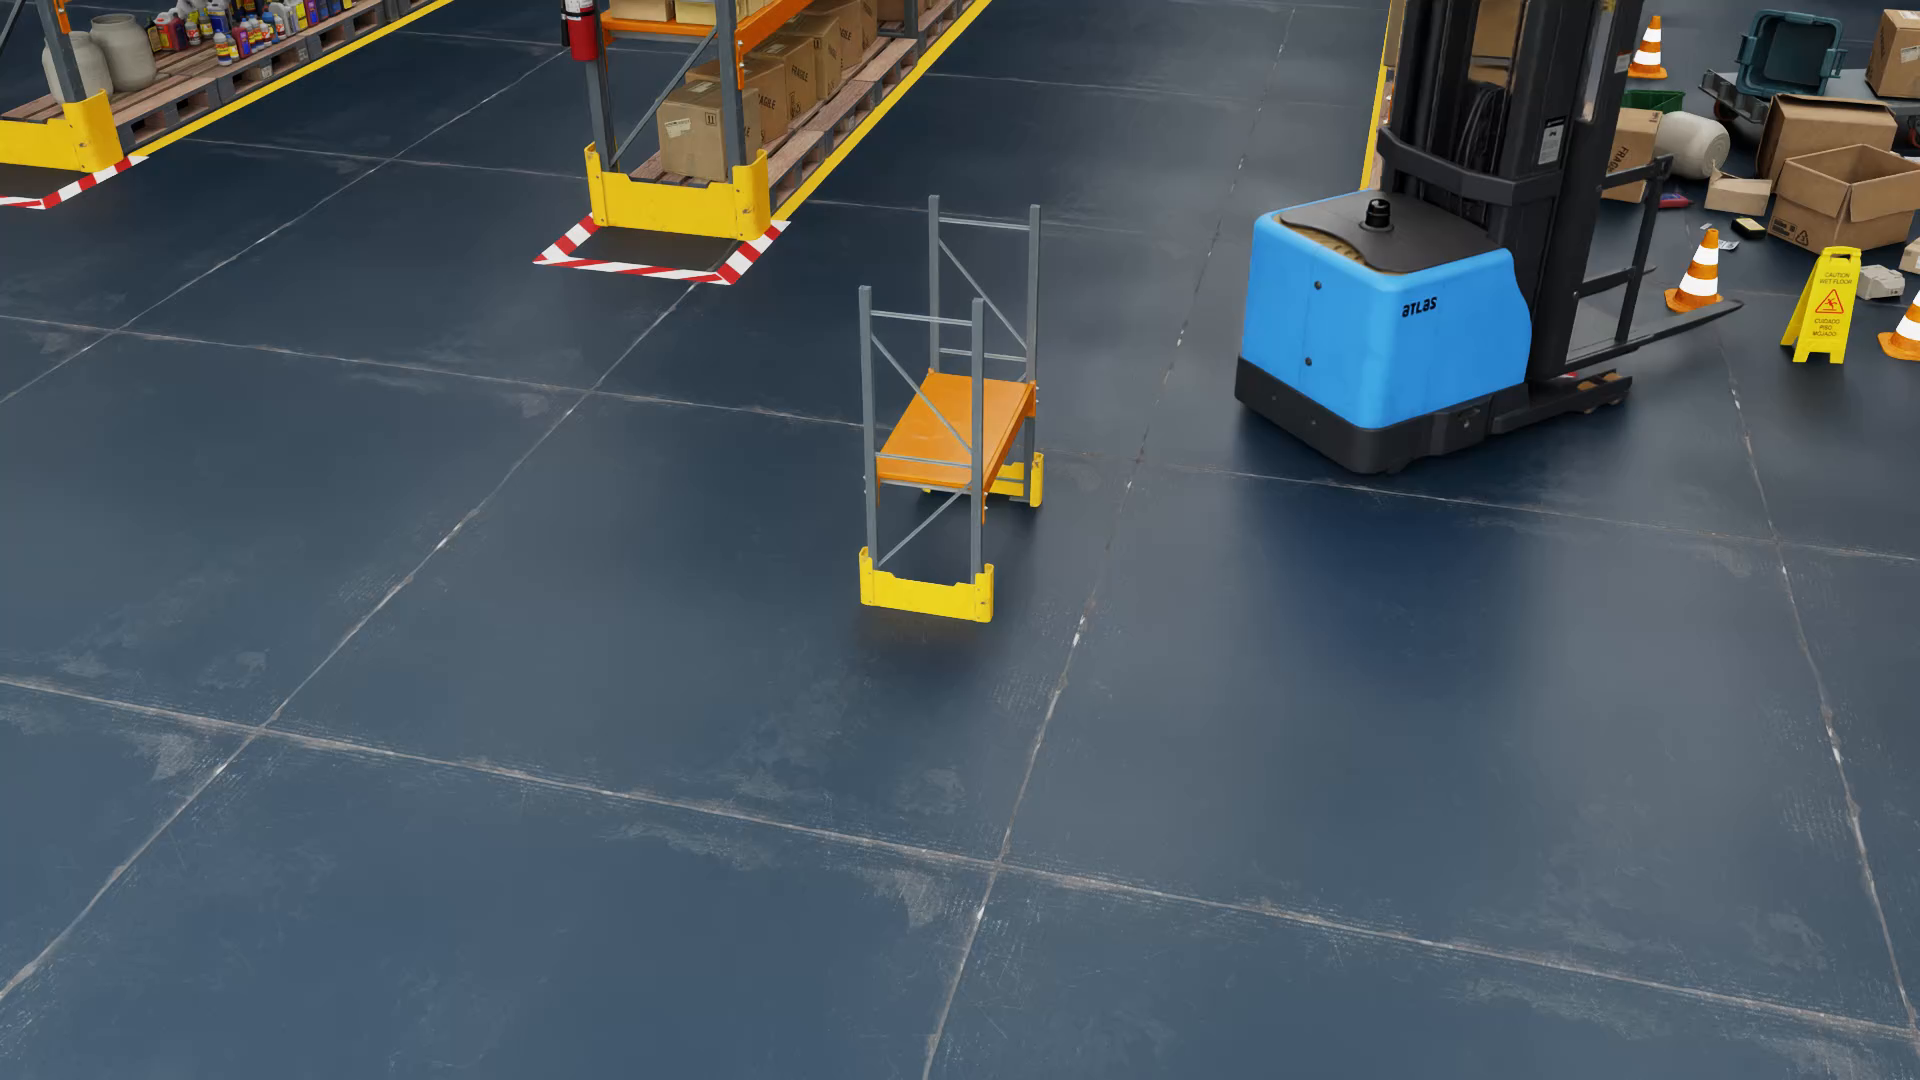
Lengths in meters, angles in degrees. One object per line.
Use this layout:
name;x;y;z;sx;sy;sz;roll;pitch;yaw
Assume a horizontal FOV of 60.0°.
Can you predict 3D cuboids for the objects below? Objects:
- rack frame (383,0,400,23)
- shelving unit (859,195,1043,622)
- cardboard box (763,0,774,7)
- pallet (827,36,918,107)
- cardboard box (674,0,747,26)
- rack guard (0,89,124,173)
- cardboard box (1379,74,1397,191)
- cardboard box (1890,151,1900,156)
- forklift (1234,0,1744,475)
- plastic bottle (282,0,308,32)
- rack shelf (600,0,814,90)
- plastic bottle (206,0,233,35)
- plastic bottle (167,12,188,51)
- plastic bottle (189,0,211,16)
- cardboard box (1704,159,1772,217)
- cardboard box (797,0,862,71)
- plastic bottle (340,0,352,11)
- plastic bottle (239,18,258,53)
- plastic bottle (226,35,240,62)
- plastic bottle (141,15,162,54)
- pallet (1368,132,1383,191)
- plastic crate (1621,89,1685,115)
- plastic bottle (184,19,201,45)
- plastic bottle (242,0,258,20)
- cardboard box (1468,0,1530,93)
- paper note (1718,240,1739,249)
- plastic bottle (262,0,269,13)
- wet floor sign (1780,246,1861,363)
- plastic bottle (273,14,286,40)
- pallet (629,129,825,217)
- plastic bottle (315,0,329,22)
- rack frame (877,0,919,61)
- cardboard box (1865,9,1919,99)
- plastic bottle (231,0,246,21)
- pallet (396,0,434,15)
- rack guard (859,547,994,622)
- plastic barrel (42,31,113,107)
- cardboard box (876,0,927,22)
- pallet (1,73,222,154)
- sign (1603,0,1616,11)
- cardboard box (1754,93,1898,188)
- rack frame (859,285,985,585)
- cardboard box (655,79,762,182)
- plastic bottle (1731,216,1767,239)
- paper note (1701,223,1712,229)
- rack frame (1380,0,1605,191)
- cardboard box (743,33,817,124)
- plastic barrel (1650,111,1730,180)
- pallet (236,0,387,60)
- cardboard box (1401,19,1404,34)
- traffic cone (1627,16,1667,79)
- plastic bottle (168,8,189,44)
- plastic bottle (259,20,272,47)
rack frame;-5.643;-6.081;14.520;1.000;3.000;0.127;8;33;12
shelving unit;-0.019;-0.593;7.285;0.587;1.500;1.083;8;33;12
cardboard box;-1.404;-3.596;10.844;0.380;0.149;0.250;8;33;12
pallet;-0.988;-3.877;13.652;1.003;0.211;1.213;8;33;12
cardboard box;-1.564;-3.341;10.443;0.380;0.149;0.250;8;33;12
rack guard;-6.684;-2.997;11.998;1.175;0.500;0.348;8;33;12
cardboard box;3.013;-2.245;10.075;0.875;0.875;0.875;8;33;13
cardboard box;6.451;-2.774;11.865;0.258;0.266;0.396;-14;35;-21
forklift;2.986;-2.133;8.374;3.031;2.935;1.130;-18;36;-25
plastic bottle;-5.658;-4.509;14.105;0.144;0.351;0.185;8;33;12
rack shelf;-1.360;-4.066;12.020;1.077;0.370;4.000;8;33;12
plastic bottle;-6.255;-4.430;14.051;0.152;0.276;0.135;8;33;12
plastic bottle;-6.422;-4.171;13.636;0.061;0.283;0.133;8;33;12
plastic bottle;-6.405;-4.468;14.042;0.144;0.351;0.185;8;33;12
cardboard box;5.265;-2.383;11.251;0.396;0.266;0.258;14;35;21
cardboard box;-1.130;-4.029;13.230;0.500;0.500;0.500;19;37;27
plastic bottle;-5.446;-4.826;14.668;0.061;0.283;0.133;10;34;15
plastic bottle;-5.810;-4.116;13.562;0.097;0.271;0.097;0;32;0
plastic bottle;-5.870;-3.963;13.386;0.097;0.201;0.097;0;32;0
plastic bottle;-6.604;-4.121;13.558;0.061;0.283;0.133;9;33;14
pallet;3.344;-2.484;11.460;1.003;0.211;1.213;8;33;12
plastic crate;5.143;-3.248;12.631;0.662;0.188;0.450;-28;32;-37
plastic bottle;-6.365;-4.215;13.783;0.097;0.201;0.097;0;32;0
plastic bottle;-6.169;-4.662;14.420;0.097;0.271;0.097;0;32;0
cardboard box;2.955;-2.866;9.322;0.875;0.550;0.550;8;33;12
paper note;4.934;-1.911;10.729;0.144;0.017;0.142;20;38;29
plastic bottle;-5.806;-4.411;14.014;0.061;0.283;0.133;8;33;12
wet floor sign;4.813;-1.326;9.234;0.267;0.644;0.232;3;33;4
plastic bottle;-5.707;-4.297;13.911;0.097;0.201;0.097;0;32;0
pallet;-1.608;-2.611;11.660;1.003;0.211;1.213;8;33;12
plastic bottle;-5.576;-4.676;14.369;0.144;0.351;0.185;6;33;10
rack frame;-0.852;-5.407;13.460;1.000;3.000;0.127;8;33;12
cardboard box;7.004;-3.549;12.161;0.500;0.500;0.500;8;33;12
plastic bottle;-6.297;-4.689;14.389;0.144;0.351;0.185;7;33;10
pallet;-5.481;-5.317;15.918;1.003;0.211;1.213;8;33;12
rack guard;-0.146;0.192;7.214;0.587;0.250;0.087;8;33;12
plastic barrel;-6.565;-3.485;12.364;0.421;0.512;0.421;0;32;0
cardboard box;-0.675;-4.854;14.509;0.700;0.500;0.500;6;33;9
pallet;-6.473;-3.296;12.737;1.003;0.211;1.213;8;33;12
sign;3.440;-2.924;8.672;0.100;0.325;0.005;8;33;12
cardboard box;5.945;-2.729;11.446;0.797;0.637;0.503;8;33;12
rack frame;-0.151;-0.325;6.863;0.500;1.500;0.032;8;33;12
cardboard box;-1.693;-2.776;11.258;0.500;0.500;0.500;14;35;21
plastic bottle;5.171;-2.062;10.937;0.133;0.061;0.283;-3;33;-4
paper note;4.939;-2.077;11.008;0.032;0.001;0.123;28;42;36
rack frame;2.905;-2.604;9.050;1.000;3.000;0.127;8;33;12
cardboard box;-1.397;-3.413;12.261;0.500;0.500;0.500;11;34;17
plastic barrel;5.116;-2.795;11.751;0.421;0.421;0.512;-21;38;-29
pallet;-5.854;-4.562;14.729;1.003;0.211;1.213;8;33;12
cardboard box;3.467;-3.175;11.537;0.875;0.875;0.875;8;33;13
traffic cone;5.721;-4.099;13.767;0.336;0.463;0.334;8;33;12
plastic bottle;-6.490;-4.254;13.774;0.152;0.276;0.135;7;33;11
plastic bottle;-5.759;-4.190;13.743;0.097;0.201;0.097;0;32;0
